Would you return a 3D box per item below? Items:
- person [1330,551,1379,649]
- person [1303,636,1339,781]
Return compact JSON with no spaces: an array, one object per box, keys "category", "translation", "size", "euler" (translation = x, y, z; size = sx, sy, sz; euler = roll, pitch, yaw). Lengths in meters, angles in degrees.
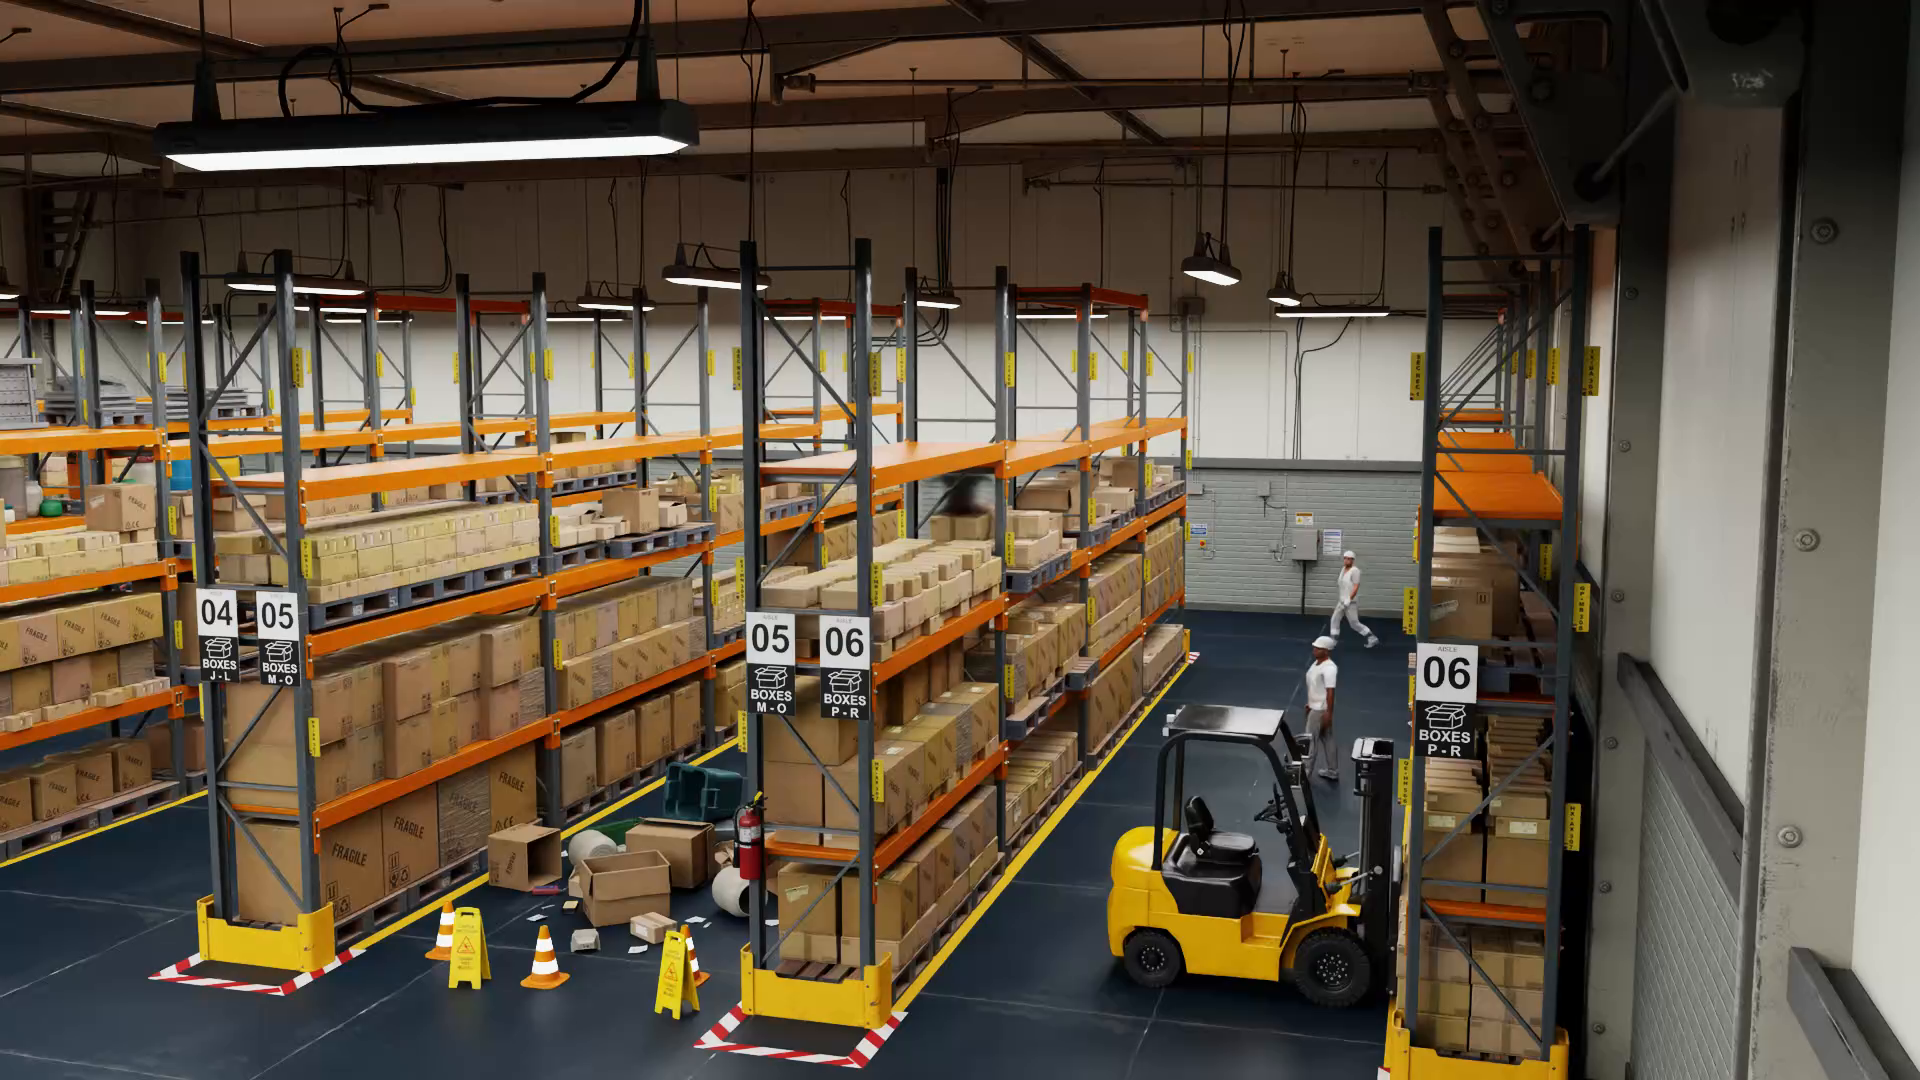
[{"category":"person","translation":[6.776,1.061,28.964],"size":[1.000,1.749,0.617],"euler":[1,6,9]},{"category":"person","translation":[4.306,2.038,20.230],"size":[0.633,1.759,0.624],"euler":[2,7,17]}]
